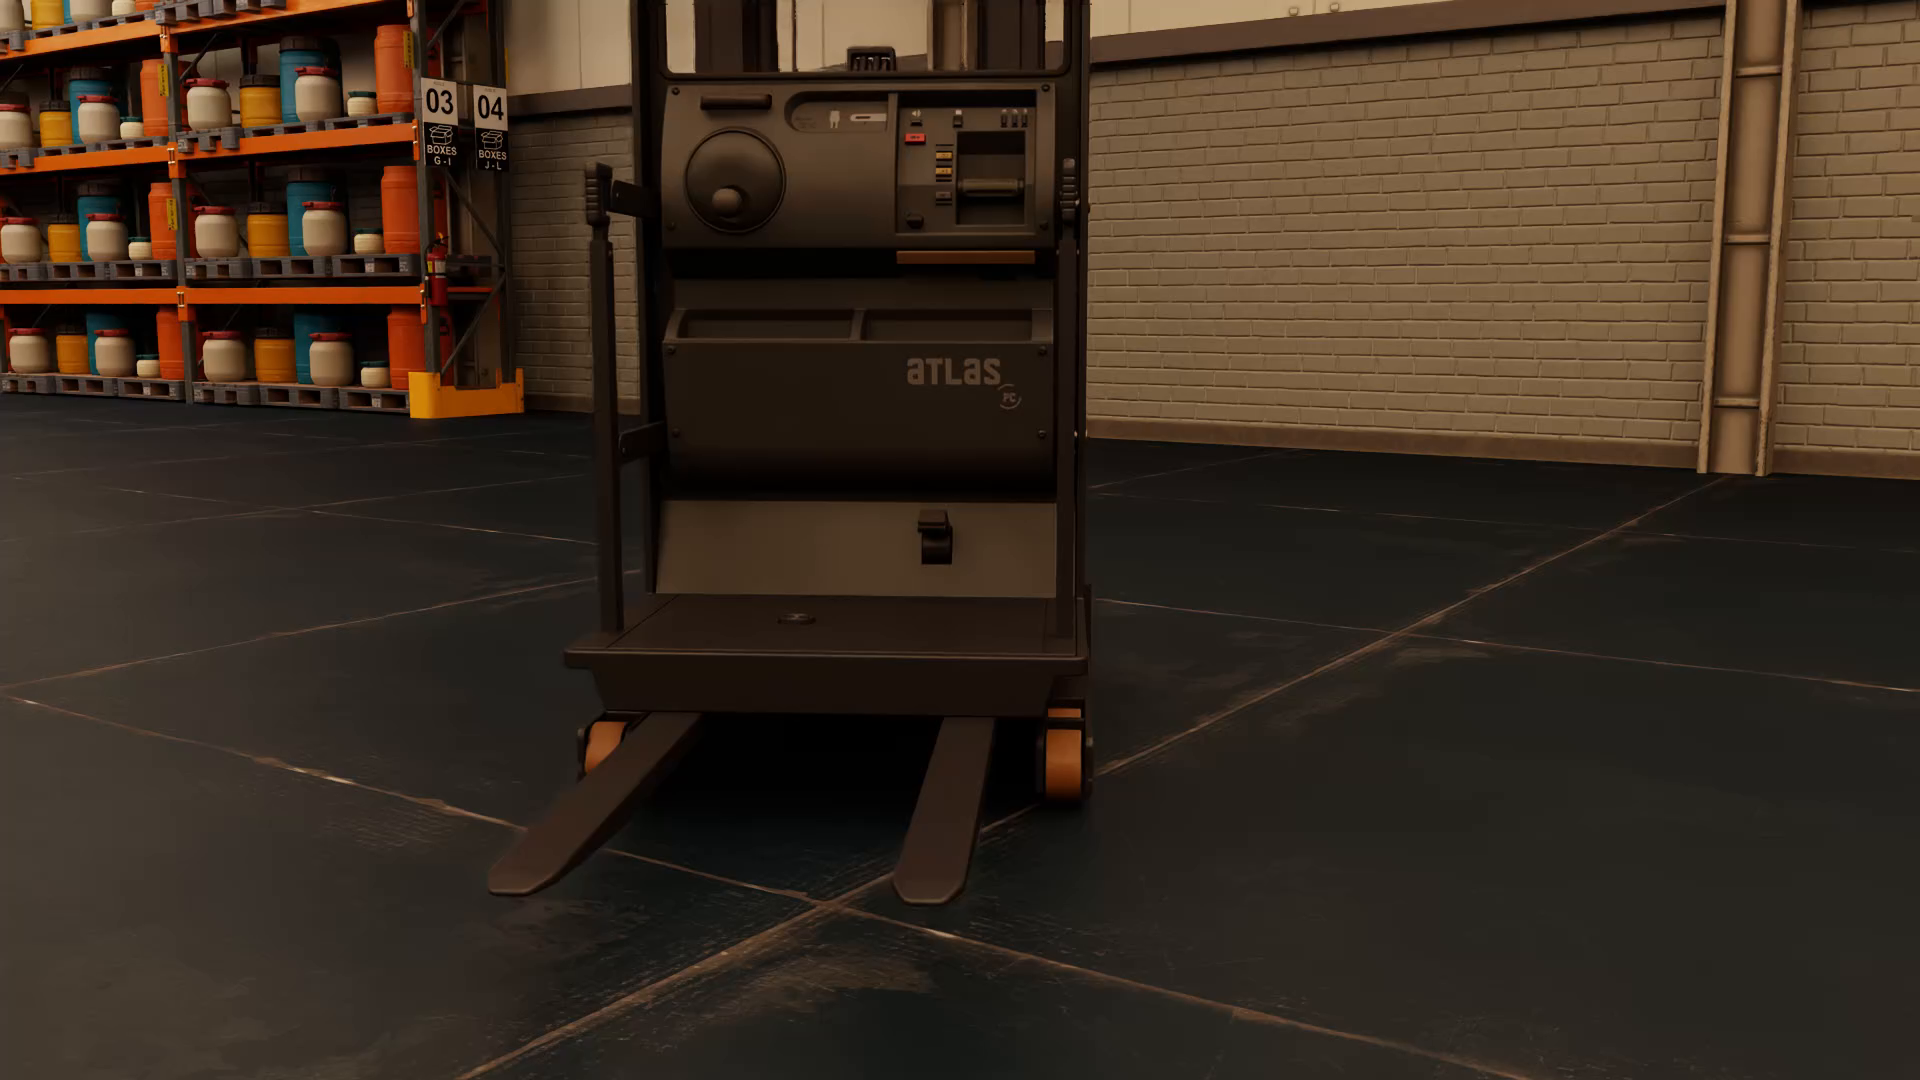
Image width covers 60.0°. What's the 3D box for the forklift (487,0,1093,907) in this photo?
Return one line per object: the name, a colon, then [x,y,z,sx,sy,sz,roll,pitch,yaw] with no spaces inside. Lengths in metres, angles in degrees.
forklift: [-0.252,-0.928,3.719,1.130,2.935,3.031,1,8,4]
